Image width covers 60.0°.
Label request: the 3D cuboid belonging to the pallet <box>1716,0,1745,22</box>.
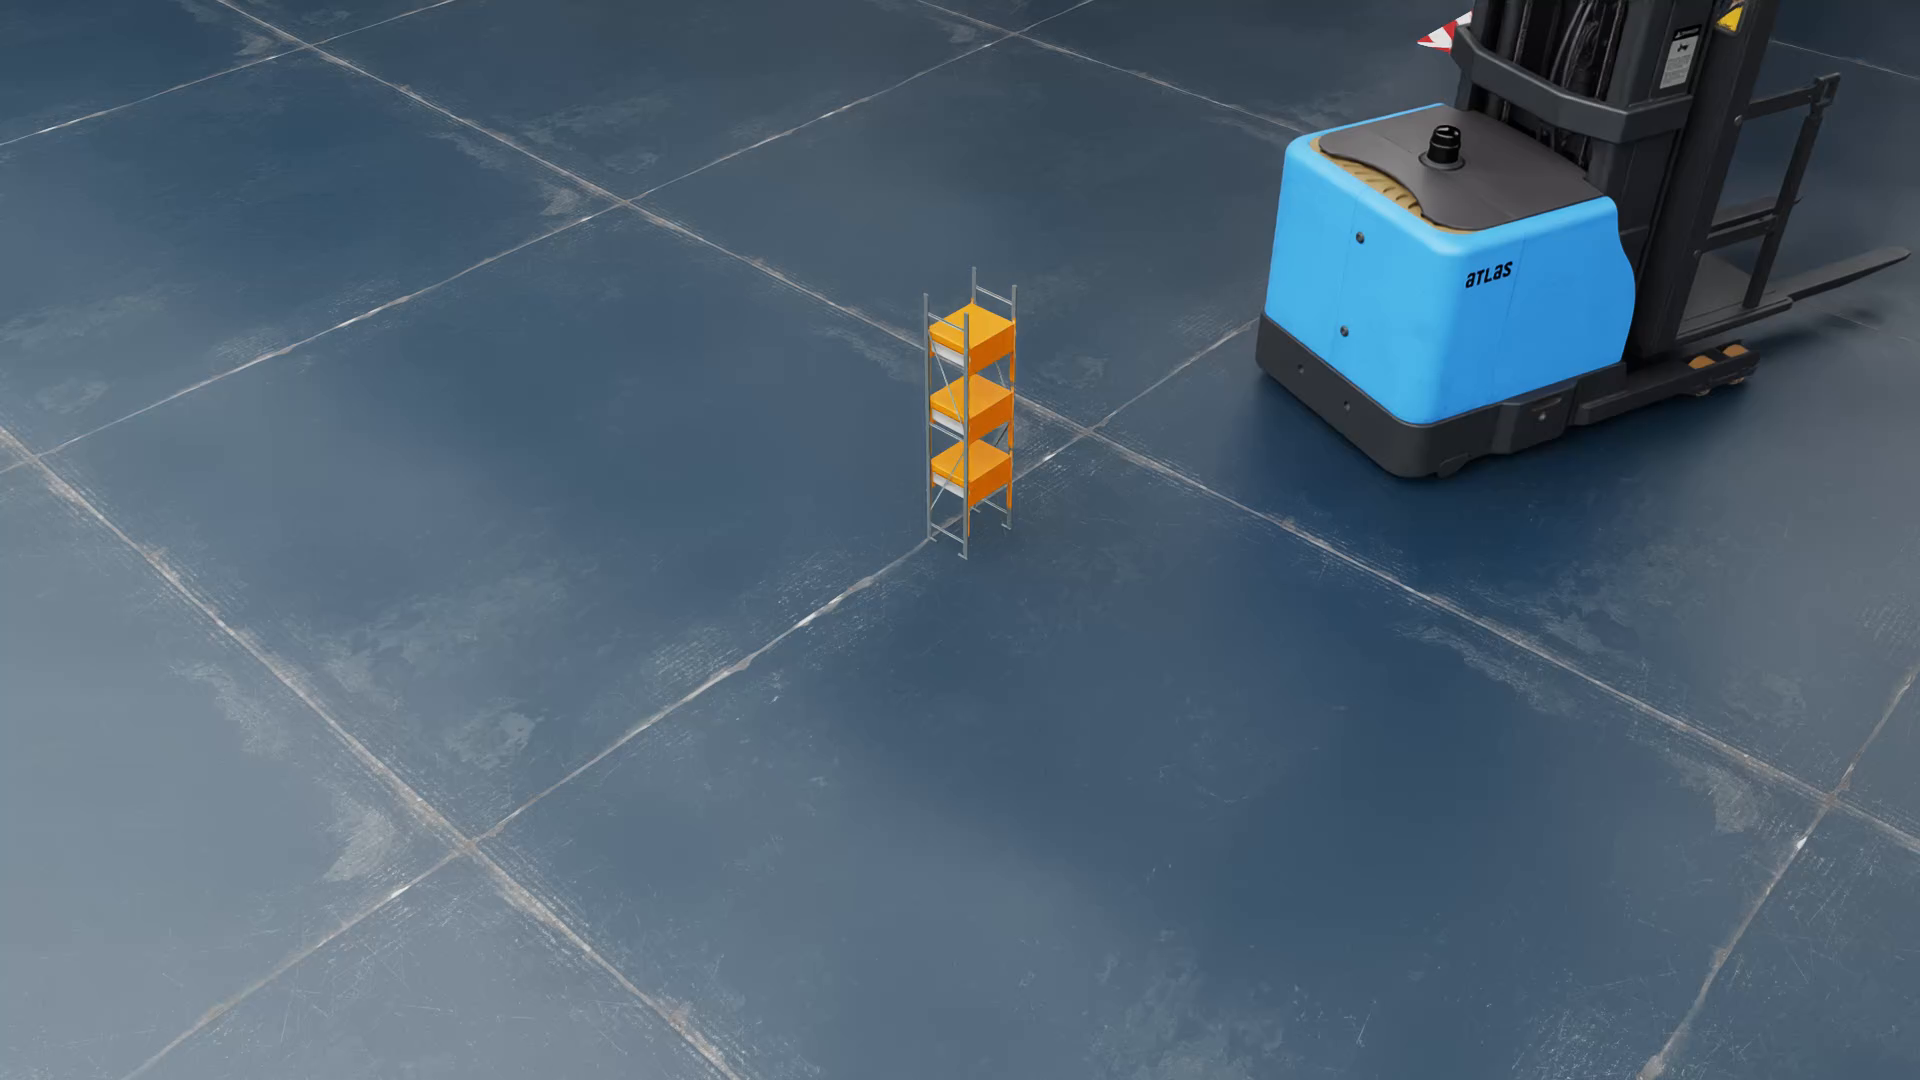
[{"bbox_3d":[4.389,-3.552,10.548,1.003,0.211,1.213,30,47,32],"label":"pallet"}]

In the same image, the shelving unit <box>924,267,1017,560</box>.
[{"bbox_3d":[0.036,-0.436,5.954,0.215,1.050,0.252,30,47,32],"label":"shelving unit"}]

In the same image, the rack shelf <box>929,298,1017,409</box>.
[{"bbox_3d":[0.036,-0.649,5.784,0.215,0.259,0.240,30,47,32],"label":"rack shelf"}]

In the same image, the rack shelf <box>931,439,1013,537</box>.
[{"bbox_3d":[0.036,-0.210,6.134,0.215,0.259,0.240,30,47,32],"label":"rack shelf"}]

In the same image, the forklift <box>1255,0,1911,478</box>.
[{"bbox_3d":[2.810,-2.029,6.447,3.031,2.935,1.130,-18,42,-21],"label":"forklift"}]

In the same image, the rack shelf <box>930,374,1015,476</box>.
[{"bbox_3d":[0.036,-0.427,5.961,0.215,0.259,0.240,30,47,32],"label":"rack shelf"}]

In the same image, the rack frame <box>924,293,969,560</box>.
[{"bbox_3d":[-0.046,-0.379,5.884,0.200,1.050,0.008,30,47,32],"label":"rack frame"}]

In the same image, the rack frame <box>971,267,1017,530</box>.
[{"bbox_3d":[0.118,-0.492,6.025,0.200,1.050,0.008,30,47,32],"label":"rack frame"}]
